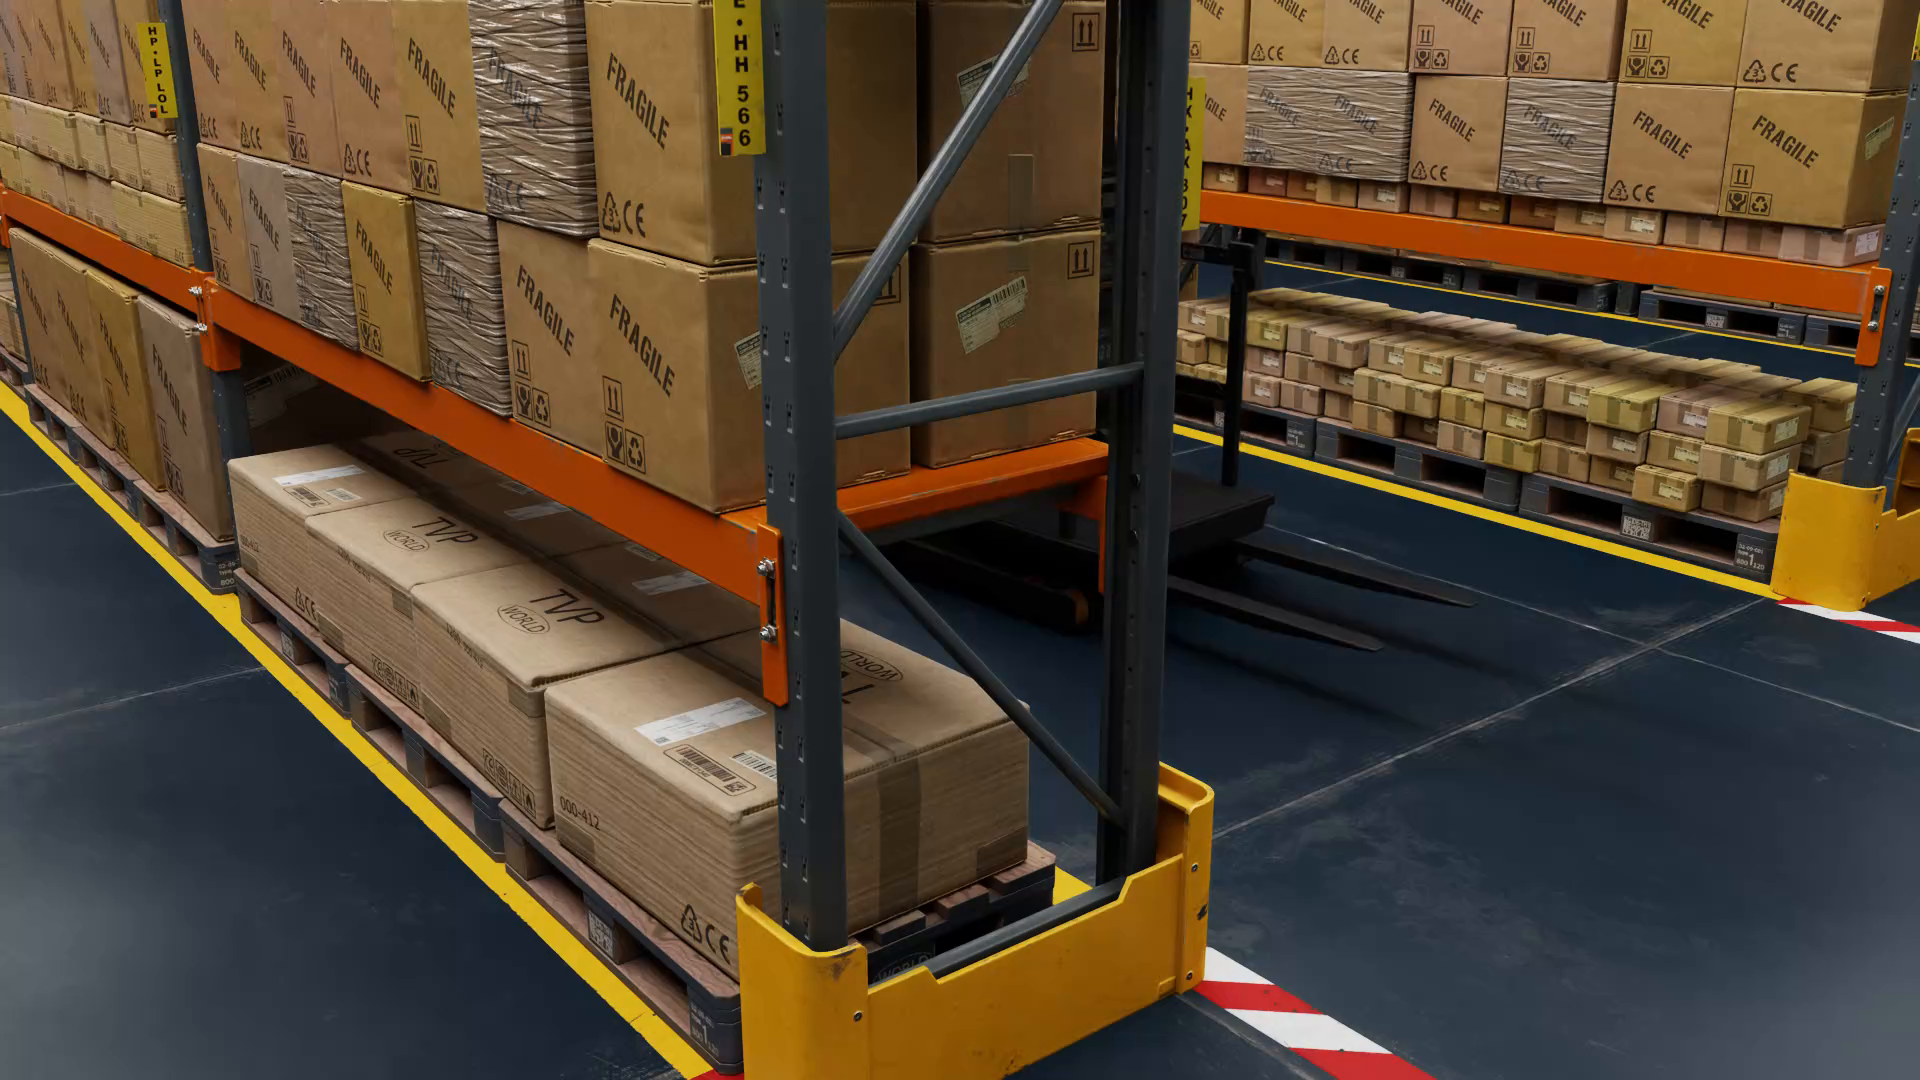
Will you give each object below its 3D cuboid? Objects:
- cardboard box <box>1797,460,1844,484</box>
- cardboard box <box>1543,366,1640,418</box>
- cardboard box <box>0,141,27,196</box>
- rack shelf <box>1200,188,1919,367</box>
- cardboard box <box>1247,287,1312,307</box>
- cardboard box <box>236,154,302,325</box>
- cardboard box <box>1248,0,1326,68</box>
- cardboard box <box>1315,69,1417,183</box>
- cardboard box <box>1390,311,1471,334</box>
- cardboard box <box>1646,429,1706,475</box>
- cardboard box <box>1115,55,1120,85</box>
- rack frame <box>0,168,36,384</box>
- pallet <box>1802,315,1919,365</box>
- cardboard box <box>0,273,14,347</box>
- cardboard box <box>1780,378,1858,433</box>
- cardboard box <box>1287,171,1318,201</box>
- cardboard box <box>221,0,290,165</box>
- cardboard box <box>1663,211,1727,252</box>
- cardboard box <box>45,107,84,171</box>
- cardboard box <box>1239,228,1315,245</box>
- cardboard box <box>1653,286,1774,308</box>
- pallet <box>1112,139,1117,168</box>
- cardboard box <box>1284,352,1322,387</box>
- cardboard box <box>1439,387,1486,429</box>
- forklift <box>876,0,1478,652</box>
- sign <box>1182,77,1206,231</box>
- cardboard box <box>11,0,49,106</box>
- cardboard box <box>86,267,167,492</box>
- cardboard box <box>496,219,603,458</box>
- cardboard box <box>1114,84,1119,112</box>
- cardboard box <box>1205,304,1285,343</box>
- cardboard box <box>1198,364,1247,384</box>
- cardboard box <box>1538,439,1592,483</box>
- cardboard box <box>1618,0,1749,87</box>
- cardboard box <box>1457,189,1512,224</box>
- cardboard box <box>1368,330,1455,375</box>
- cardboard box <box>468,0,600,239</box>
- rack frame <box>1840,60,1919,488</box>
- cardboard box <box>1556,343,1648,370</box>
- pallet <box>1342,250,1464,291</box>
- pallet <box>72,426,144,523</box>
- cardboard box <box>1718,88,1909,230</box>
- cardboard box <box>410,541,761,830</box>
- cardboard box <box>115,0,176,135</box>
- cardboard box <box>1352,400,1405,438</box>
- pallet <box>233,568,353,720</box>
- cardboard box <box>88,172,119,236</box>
[{"bbox_3d":[3.794,-0.309,7.390,0.380,0.149,0.250,-13,23,-35],"label":"cardboard box"},{"bbox_3d":[2.859,-0.669,7.531,0.380,0.149,0.250,-15,24,-38],"label":"cardboard box"},{"bbox_3d":[-4.809,-2.011,8.901,0.500,0.250,0.500,-14,23,-37],"label":"cardboard box"},{"bbox_3d":[2.627,-1.422,8.031,1.077,0.370,4.000,-14,23,-36],"label":"rack shelf"},{"bbox_3d":[1.810,-1.348,9.583,0.380,0.149,0.250,-13,22,-35],"label":"cardboard box"},{"bbox_3d":[-2.037,-1.022,5.517,0.500,0.500,0.500,-14,23,-36],"label":"cardboard box"},{"bbox_3d":[1.808,-2.637,8.330,0.500,0.500,0.500,-15,23,-38],"label":"cardboard box"},{"bbox_3d":[2.093,-2.023,8.066,0.500,0.500,0.500,-15,23,-37],"label":"cardboard box"},{"bbox_3d":[2.501,-1.105,8.849,0.380,0.149,0.250,-15,24,-39],"label":"cardboard box"},{"bbox_3d":[3.197,-0.408,7.216,0.380,0.149,0.250,-15,23,-37],"label":"cardboard box"},{"bbox_3d":[0.983,-2.680,9.470,0.380,0.149,0.250,-13,22,-34],"label":"cardboard box"},{"bbox_3d":[-4.916,-2.251,9.390,1.000,3.000,0.127,-14,23,-36],"label":"rack frame"},{"bbox_3d":[6.509,-1.373,11.172,1.003,0.211,1.213,-14,23,-36],"label":"pallet"},{"bbox_3d":[-5.723,-1.525,10.708,0.950,0.372,0.625,-15,23,-37],"label":"cardboard box"},{"bbox_3d":[3.810,-0.595,7.308,0.380,0.149,0.250,-15,24,-39],"label":"cardboard box"},{"bbox_3d":[1.894,-1.831,8.520,0.380,0.149,0.250,-15,24,-38],"label":"cardboard box"},{"bbox_3d":[-2.018,-1.498,5.364,0.500,0.500,0.500,-14,23,-37],"label":"cardboard box"},{"bbox_3d":[3.152,-1.305,6.930,0.380,0.149,0.250,-14,23,-37],"label":"cardboard box"},{"bbox_3d":[-3.870,-1.864,7.664,0.500,0.250,0.500,-13,23,-35],"label":"cardboard box"},{"bbox_3d":[3.265,-3.202,14.973,1.225,0.875,0.875,-15,24,-39],"label":"cardboard box"},{"bbox_3d":[5.683,-2.212,11.984,0.875,0.875,0.875,-14,23,-36],"label":"cardboard box"},{"bbox_3d":[1.025,-2.382,10.091,1.003,0.211,1.213,-14,23,-36],"label":"pallet"},{"bbox_3d":[1.932,-0.927,8.785,0.380,0.149,0.250,-15,24,-39],"label":"cardboard box"},{"bbox_3d":[2.517,-0.652,7.954,0.380,0.149,0.250,-13,22,-33],"label":"cardboard box"},{"bbox_3d":[0.575,-1.225,6.401,1.130,2.935,3.031,-17,25,-41],"label":"forklift"},{"bbox_3d":[0.490,-0.836,3.611,0.100,0.325,0.005,-14,23,-36],"label":"sign"},{"bbox_3d":[-4.177,-2.353,7.948,0.500,0.500,0.500,-13,22,-35],"label":"cardboard box"},{"bbox_3d":[-3.447,-0.815,7.763,0.875,0.875,0.875,-13,22,-35],"label":"cardboard box"},{"bbox_3d":[-0.756,-0.521,4.006,0.500,0.500,0.500,-15,23,-37],"label":"cardboard box"},{"bbox_3d":[0.983,-2.538,9.513,0.380,0.149,0.250,-13,22,-34],"label":"cardboard box"},{"bbox_3d":[1.561,-1.180,9.076,0.380,0.149,0.250,-13,22,-33],"label":"cardboard box"},{"bbox_3d":[1.525,-0.885,9.130,0.380,0.149,0.250,-13,22,-35],"label":"cardboard box"},{"bbox_3d":[2.879,-0.390,7.635,0.380,0.149,0.250,-14,23,-36],"label":"cardboard box"},{"bbox_3d":[3.075,-2.124,6.781,0.500,0.500,0.500,-15,23,-38],"label":"cardboard box"},{"bbox_3d":[2.537,-1.574,7.743,0.380,0.149,0.250,-13,23,-35],"label":"cardboard box"},{"bbox_3d":[2.265,-0.938,8.345,0.380,0.149,0.250,-15,24,-38],"label":"cardboard box"},{"bbox_3d":[-0.782,-0.998,3.854,0.500,0.500,0.500,-14,23,-36],"label":"cardboard box"},{"bbox_3d":[3.869,-1.271,6.429,1.000,3.000,0.127,-14,23,-36],"label":"rack frame"},{"bbox_3d":[3.105,-0.842,8.053,0.380,0.149,0.250,-13,22,-34],"label":"cardboard box"},{"bbox_3d":[4.036,-2.352,14.131,1.003,0.211,1.213,-14,23,-36],"label":"pallet"},{"bbox_3d":[-3.732,-0.418,8.290,1.003,0.211,1.213,-14,23,-36],"label":"pallet"},{"bbox_3d":[3.388,-1.520,6.550,0.500,0.500,0.500,-13,23,-35],"label":"cardboard box"},{"bbox_3d":[-1.012,0.370,4.882,0.875,0.438,0.875,-13,22,-35],"label":"cardboard box"},{"bbox_3d":[-2.907,-1.849,6.425,0.500,0.500,0.500,-13,22,-34],"label":"cardboard box"},{"bbox_3d":[2.197,-0.639,8.386,0.380,0.149,0.250,-15,23,-38],"label":"cardboard box"},{"bbox_3d":[-2.022,0.261,6.240,1.003,0.211,1.213,-14,23,-36],"label":"pallet"},{"bbox_3d":[-3.522,-1.510,7.388,0.500,0.250,0.500,-15,23,-38],"label":"cardboard box"}]
